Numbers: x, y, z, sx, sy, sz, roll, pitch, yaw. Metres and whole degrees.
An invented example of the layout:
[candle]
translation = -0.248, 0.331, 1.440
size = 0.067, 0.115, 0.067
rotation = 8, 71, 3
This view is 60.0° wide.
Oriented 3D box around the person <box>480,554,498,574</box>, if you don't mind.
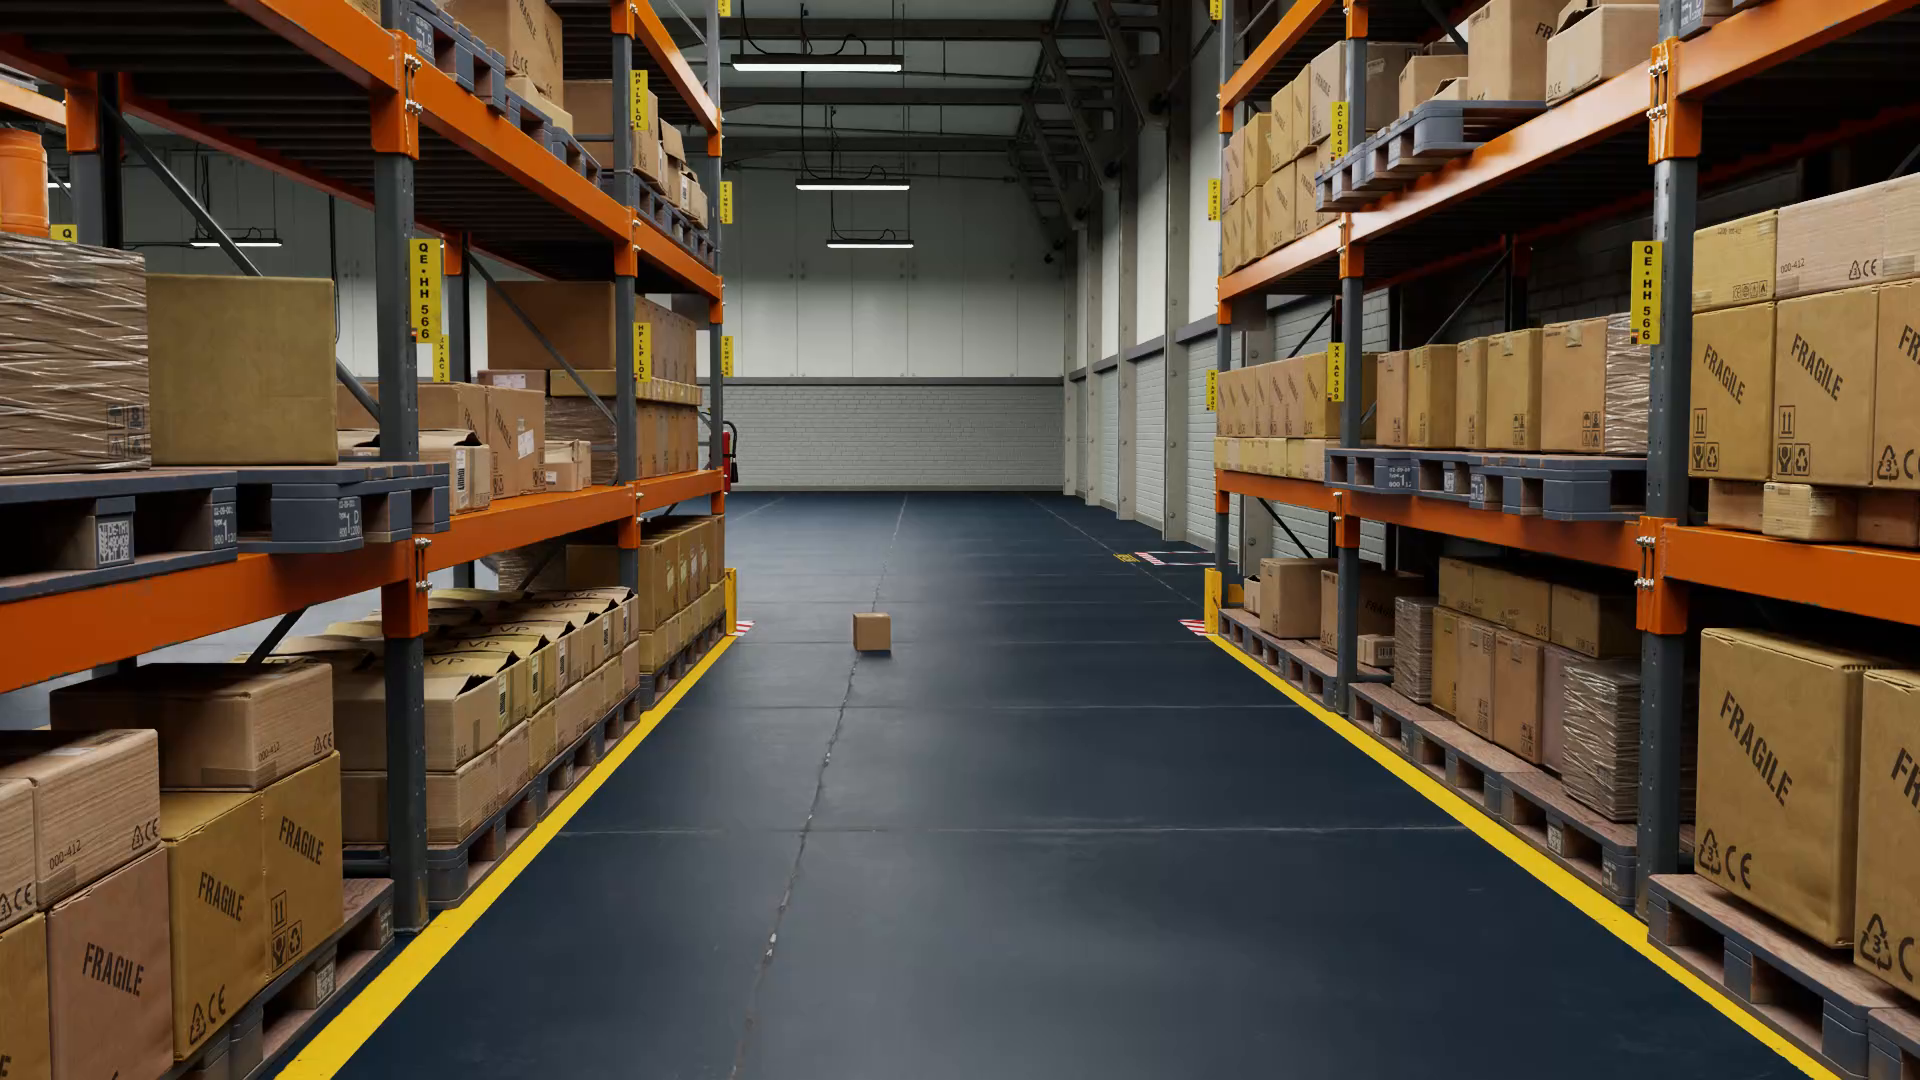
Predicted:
[person]
translation = -3.975, -0.264, 14.733
size = 0.476, 1.765, 0.538
rotation = 0, 4, 7
